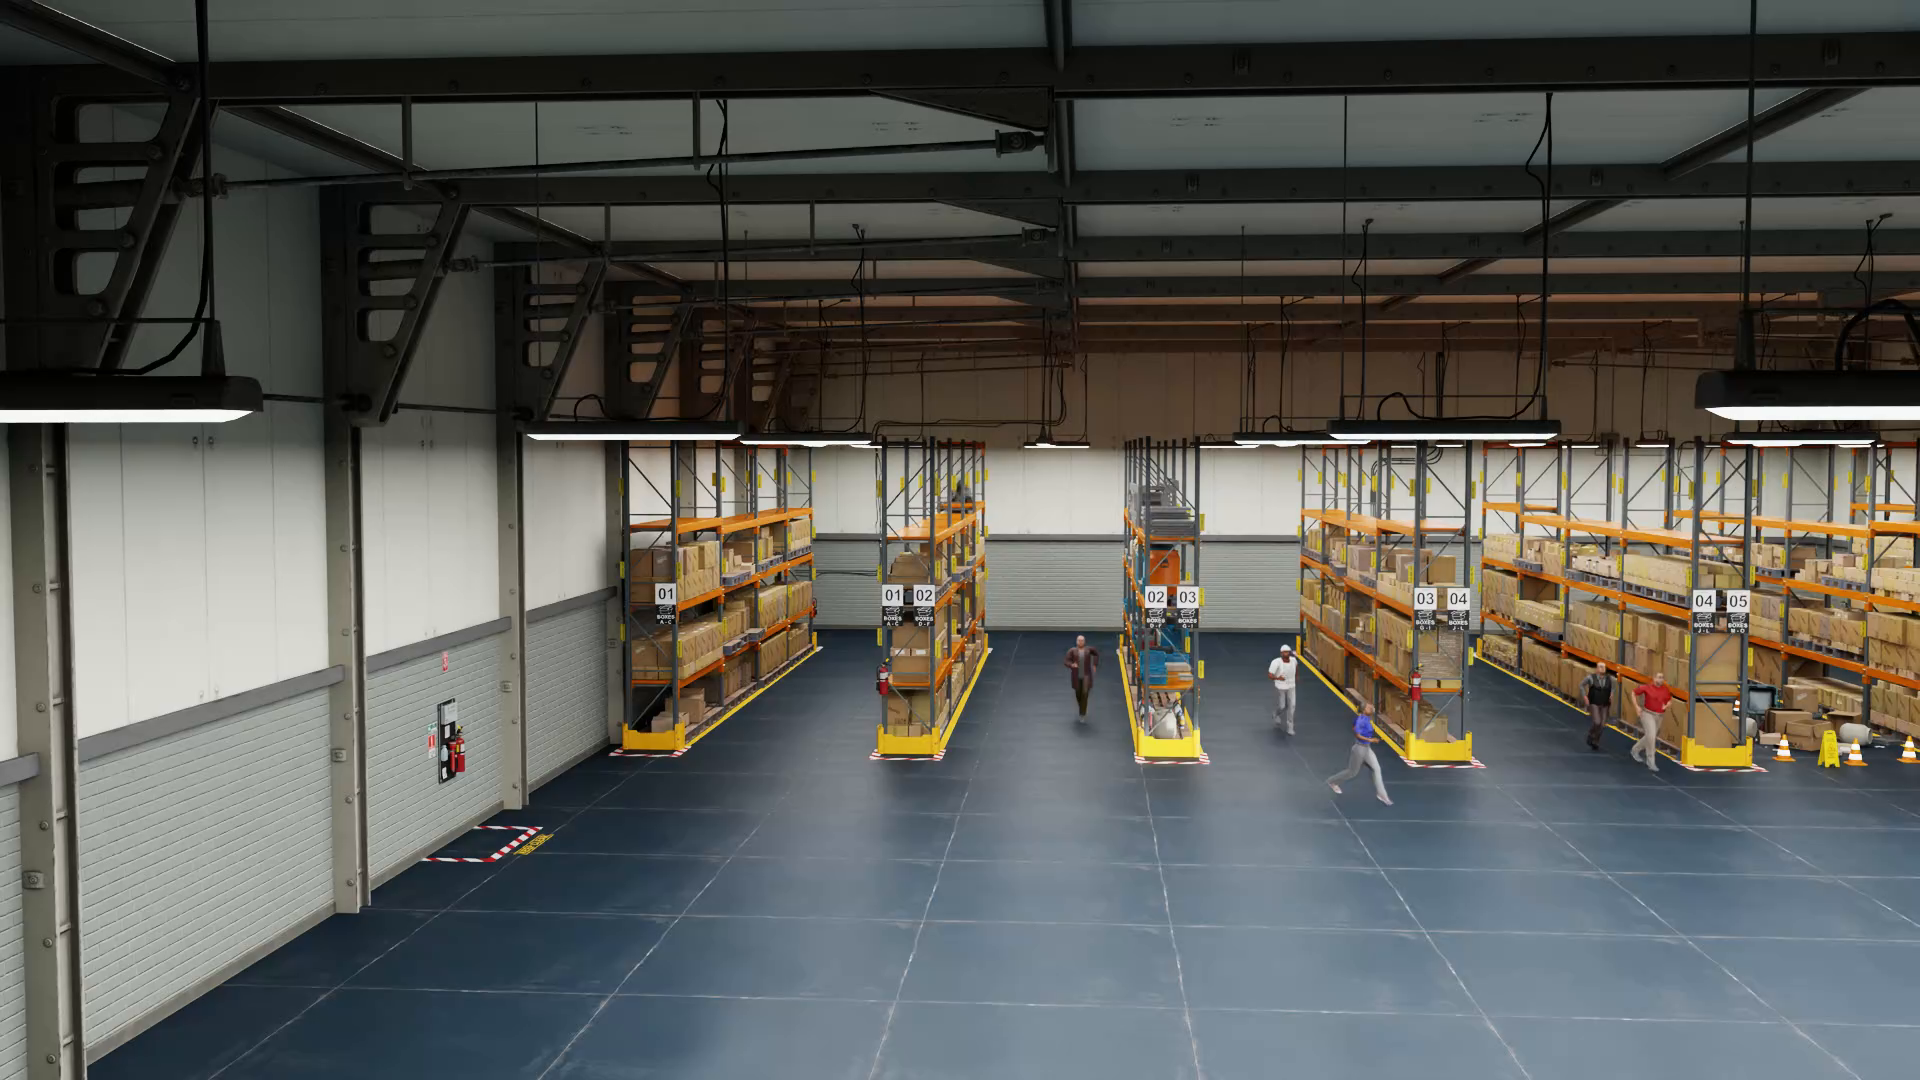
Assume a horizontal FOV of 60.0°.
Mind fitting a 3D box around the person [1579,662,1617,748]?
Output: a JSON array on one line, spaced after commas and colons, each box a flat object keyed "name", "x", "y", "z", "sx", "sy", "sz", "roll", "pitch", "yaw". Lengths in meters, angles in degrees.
[{"name": "person", "x": 12.245, "y": 3.265, "z": 31.836, "sx": 0.660, "sy": 1.492, "sz": 0.634, "roll": 0, "pitch": 3, "yaw": -1}]

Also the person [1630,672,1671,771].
[{"name": "person", "x": 12.590, "y": 3.274, "z": 30.230, "sx": 0.684, "sy": 1.774, "sz": 0.895, "roll": -1, "pitch": 3, "yaw": -17}]

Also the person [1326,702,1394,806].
[{"name": "person", "x": 6.501, "y": 3.460, "z": 27.052, "sx": 1.077, "sy": 1.676, "sz": 0.543, "roll": 2, "pitch": 4, "yaw": 34}]

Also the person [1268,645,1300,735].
[{"name": "person", "x": 6.637, "y": 3.040, "z": 34.012, "sx": 0.731, "sy": 1.810, "sz": 0.938, "roll": -1, "pitch": 3, "yaw": -12}]

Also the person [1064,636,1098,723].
[{"name": "person", "x": 2.583, "y": 2.962, "z": 35.465, "sx": 0.738, "sy": 1.840, "sz": 0.923, "roll": 0, "pitch": 3, "yaw": 4}]
